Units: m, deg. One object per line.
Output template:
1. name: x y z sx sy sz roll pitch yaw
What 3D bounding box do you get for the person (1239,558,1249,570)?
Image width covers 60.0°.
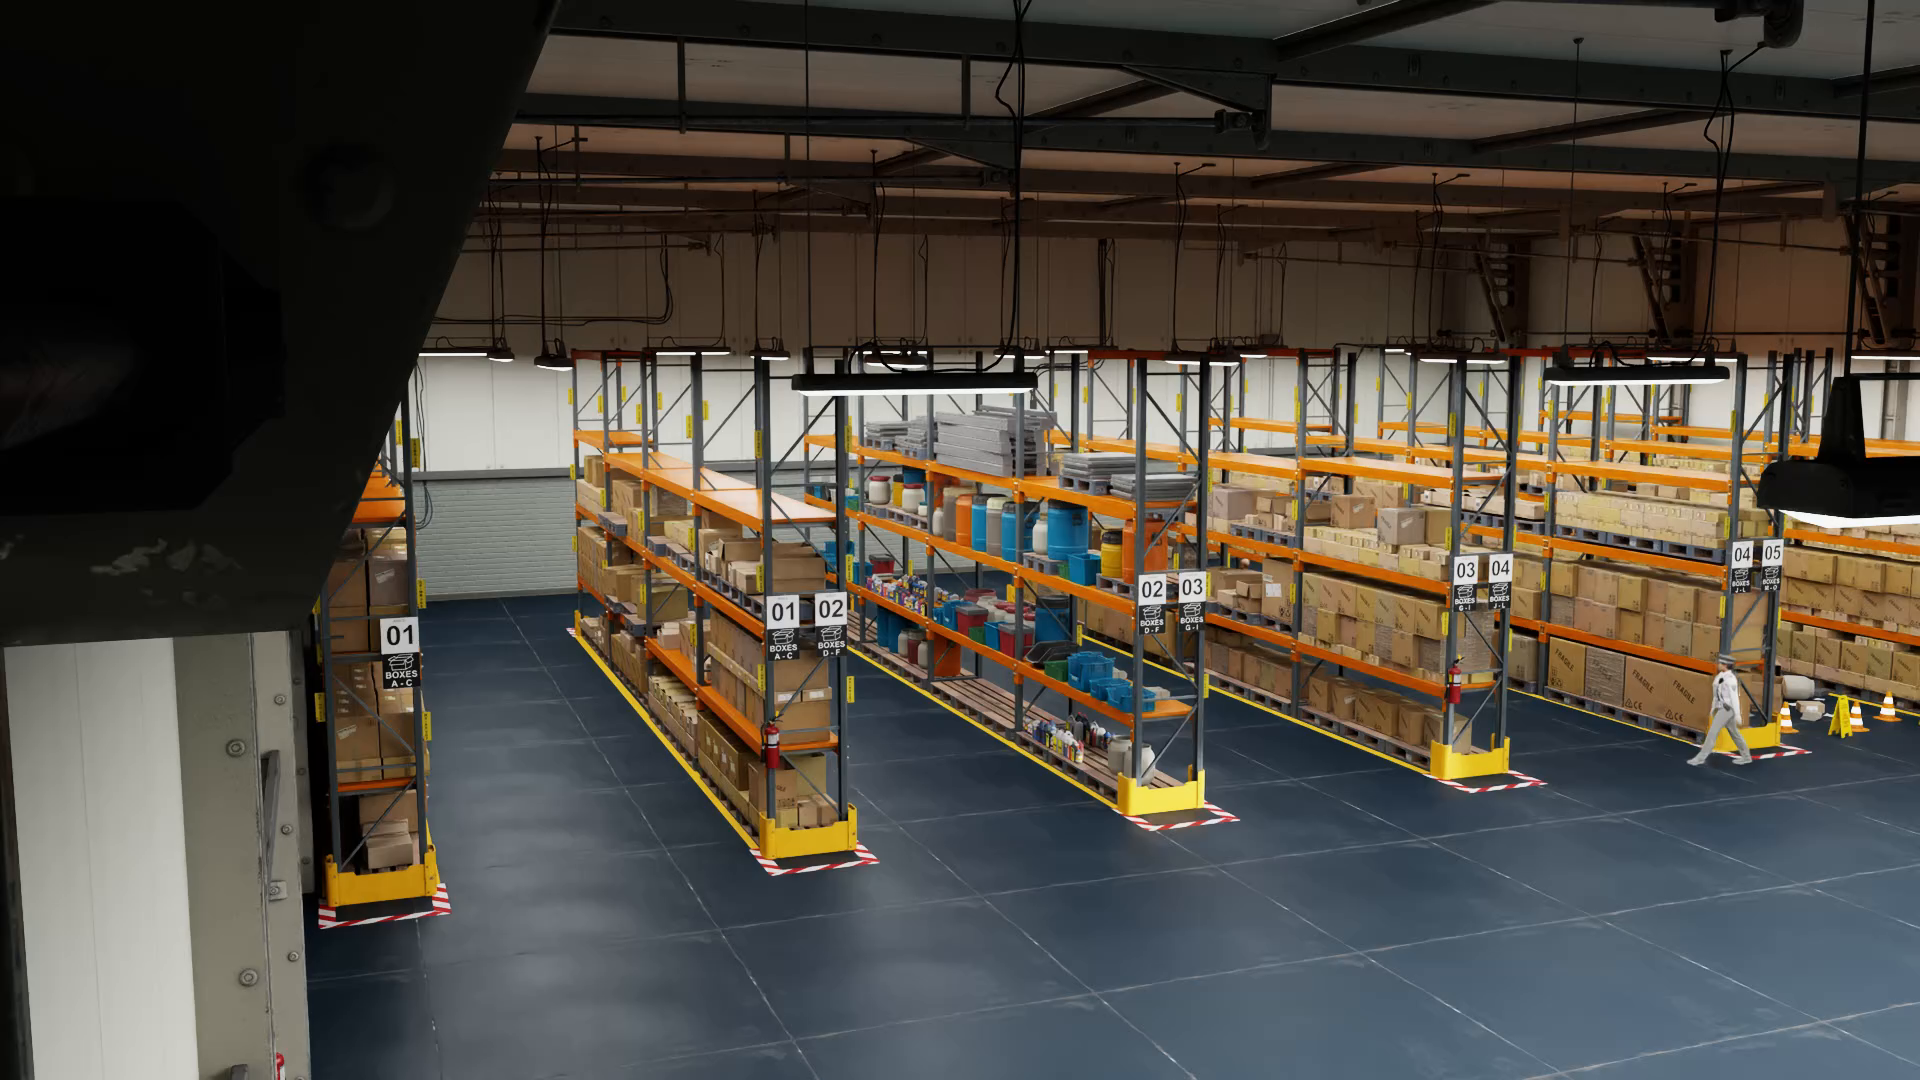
1. person: 5.788 1.262 33.676 0.531 1.779 0.632 7 10 42

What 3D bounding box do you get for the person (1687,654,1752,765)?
1. person: 11.177 2.479 24.411 0.937 1.616 0.550 2 7 14
